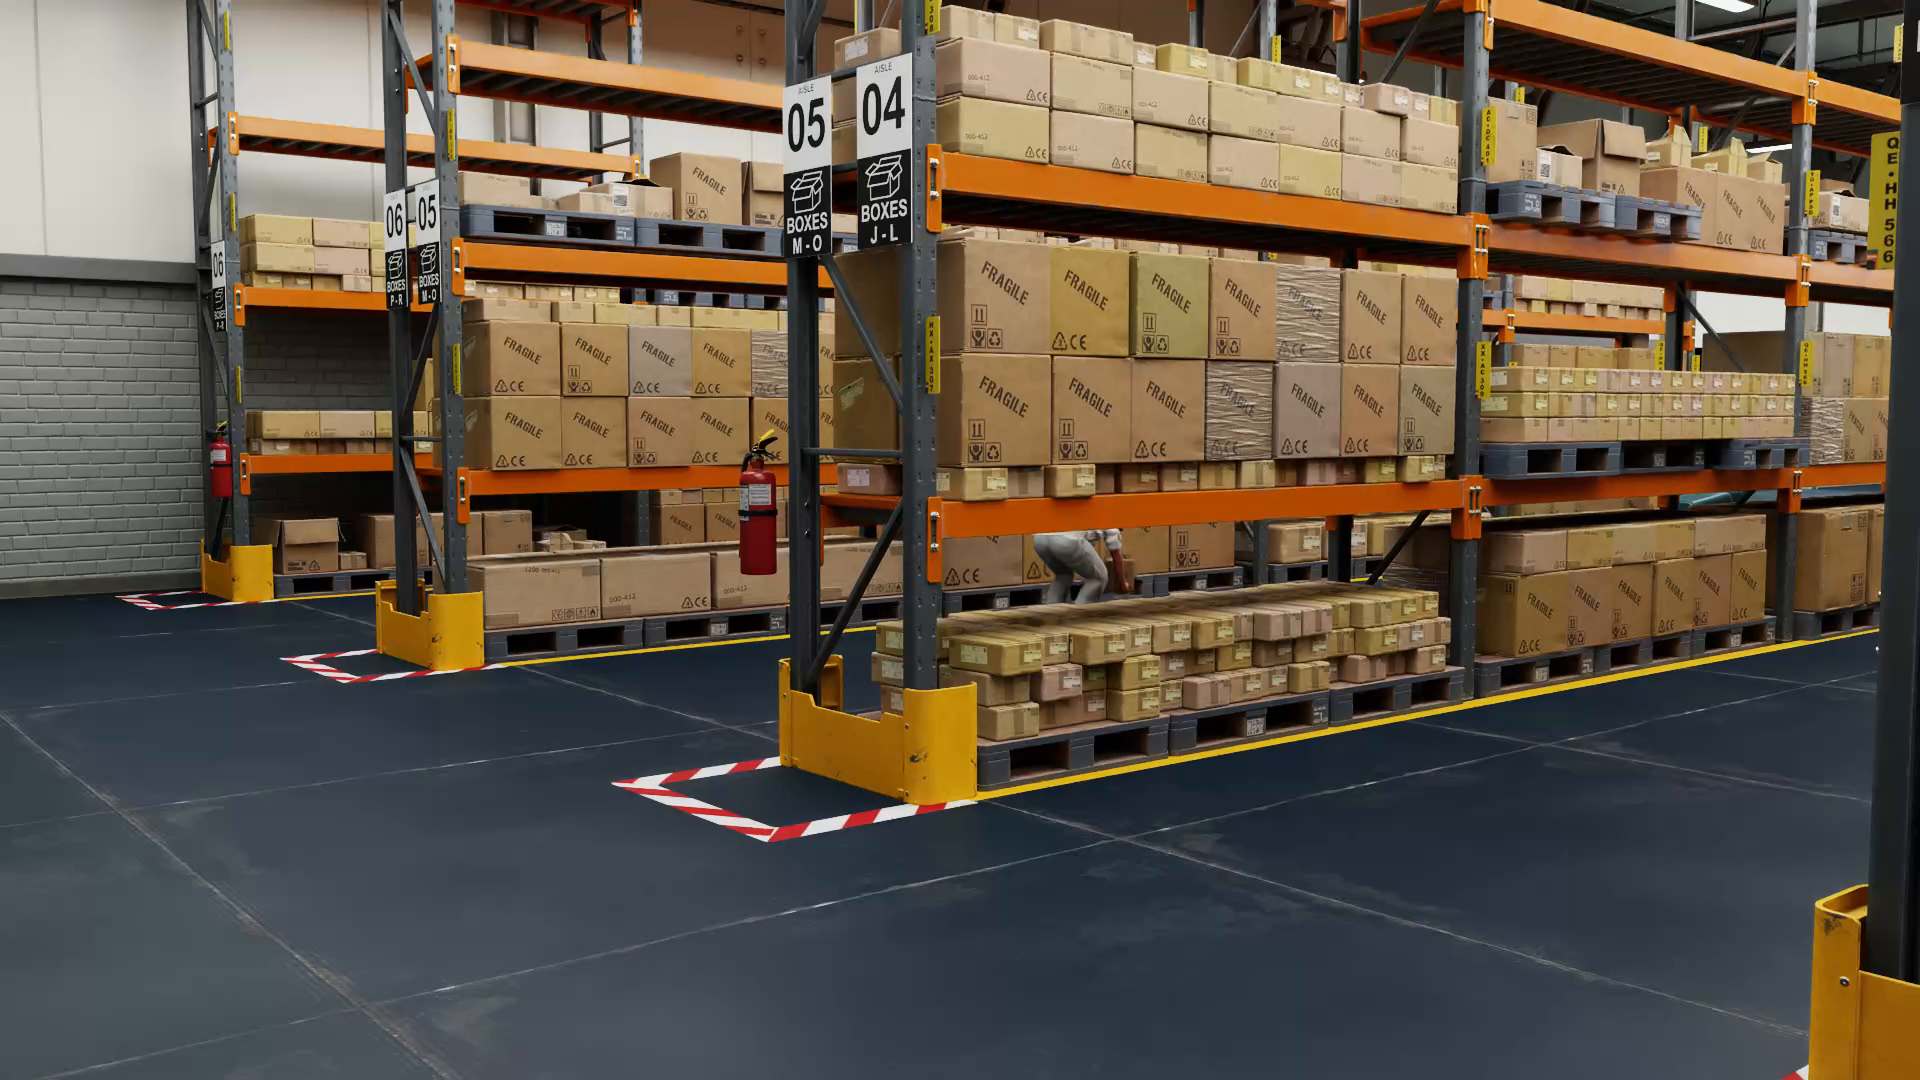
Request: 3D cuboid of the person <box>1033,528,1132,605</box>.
[{"bbox_3d":[0.968,0.187,12.964,0.938,1.031,0.512,-4,6,-42],"label":"person"}]
